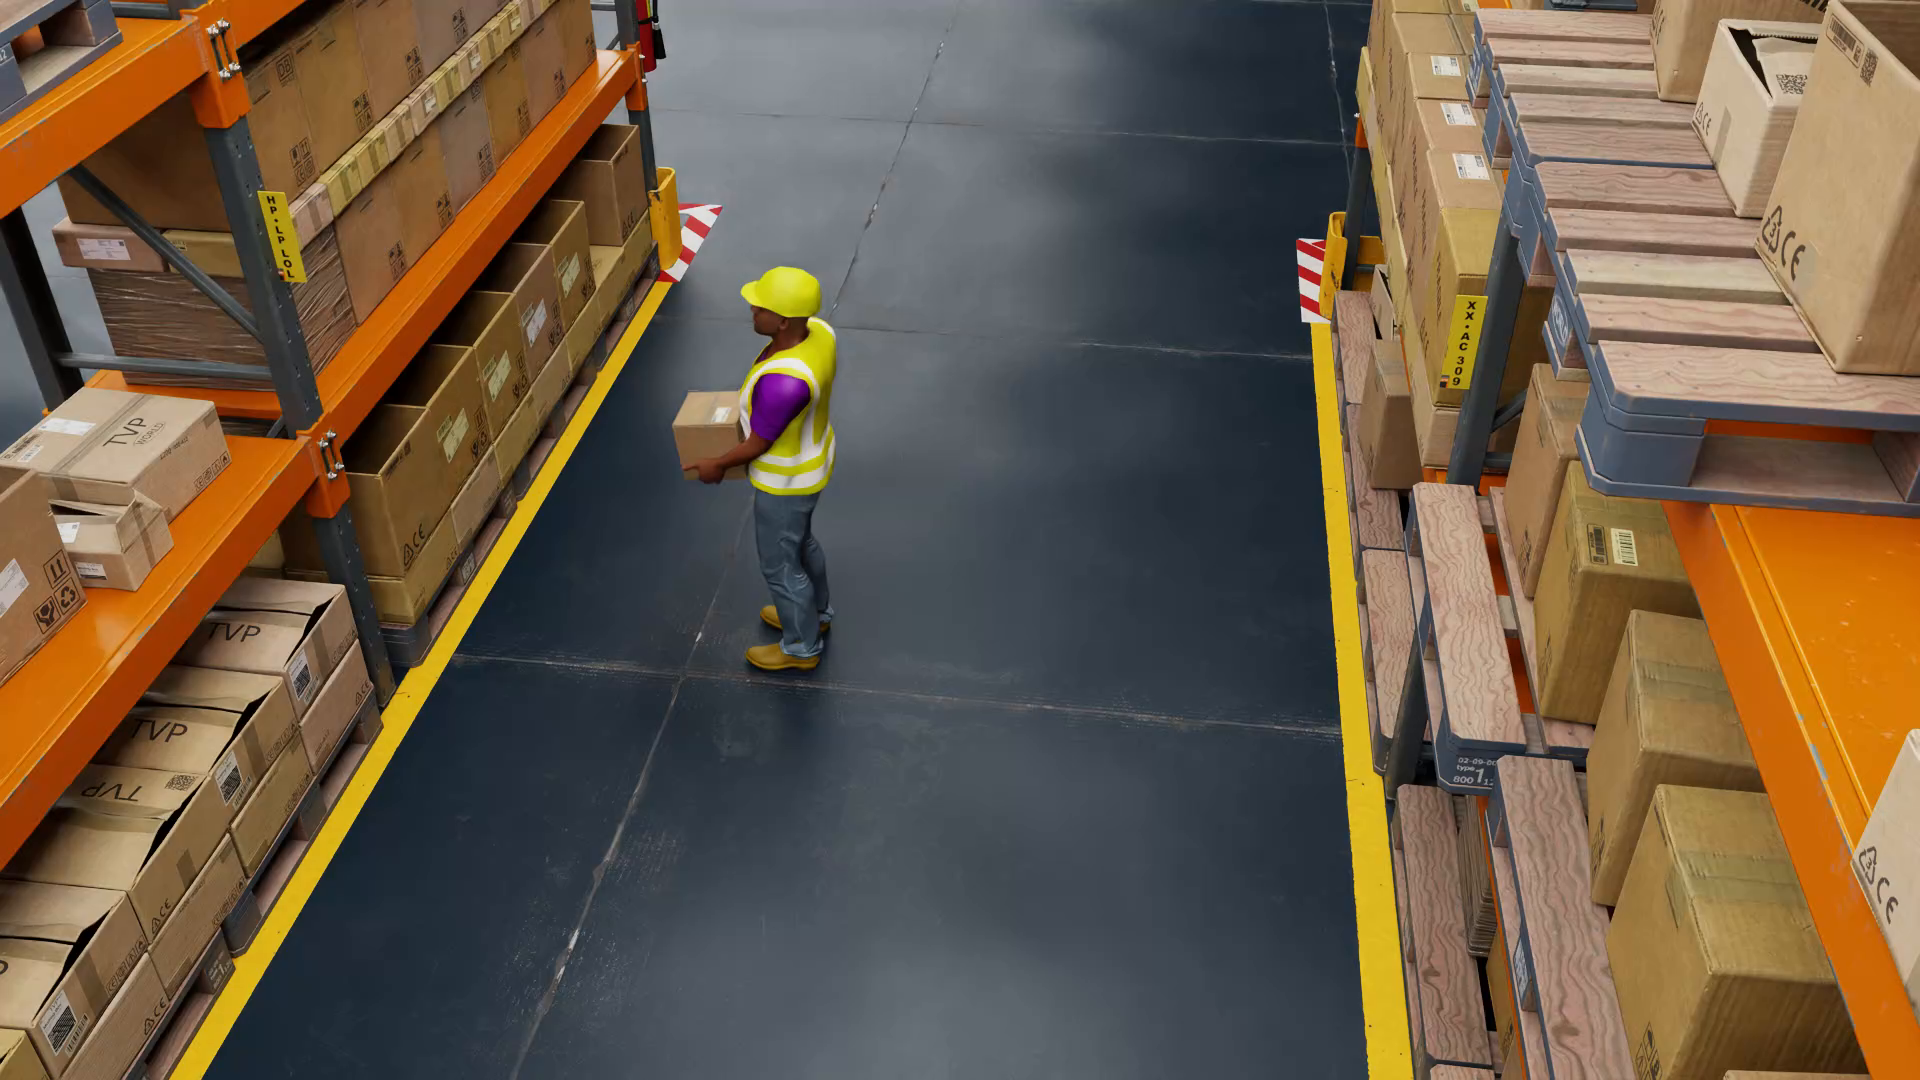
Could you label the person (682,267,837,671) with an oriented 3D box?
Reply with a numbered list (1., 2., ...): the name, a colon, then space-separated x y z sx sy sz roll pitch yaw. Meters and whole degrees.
1. person: -0.765 -0.276 6.508 0.573 1.767 0.521 4 36 6
